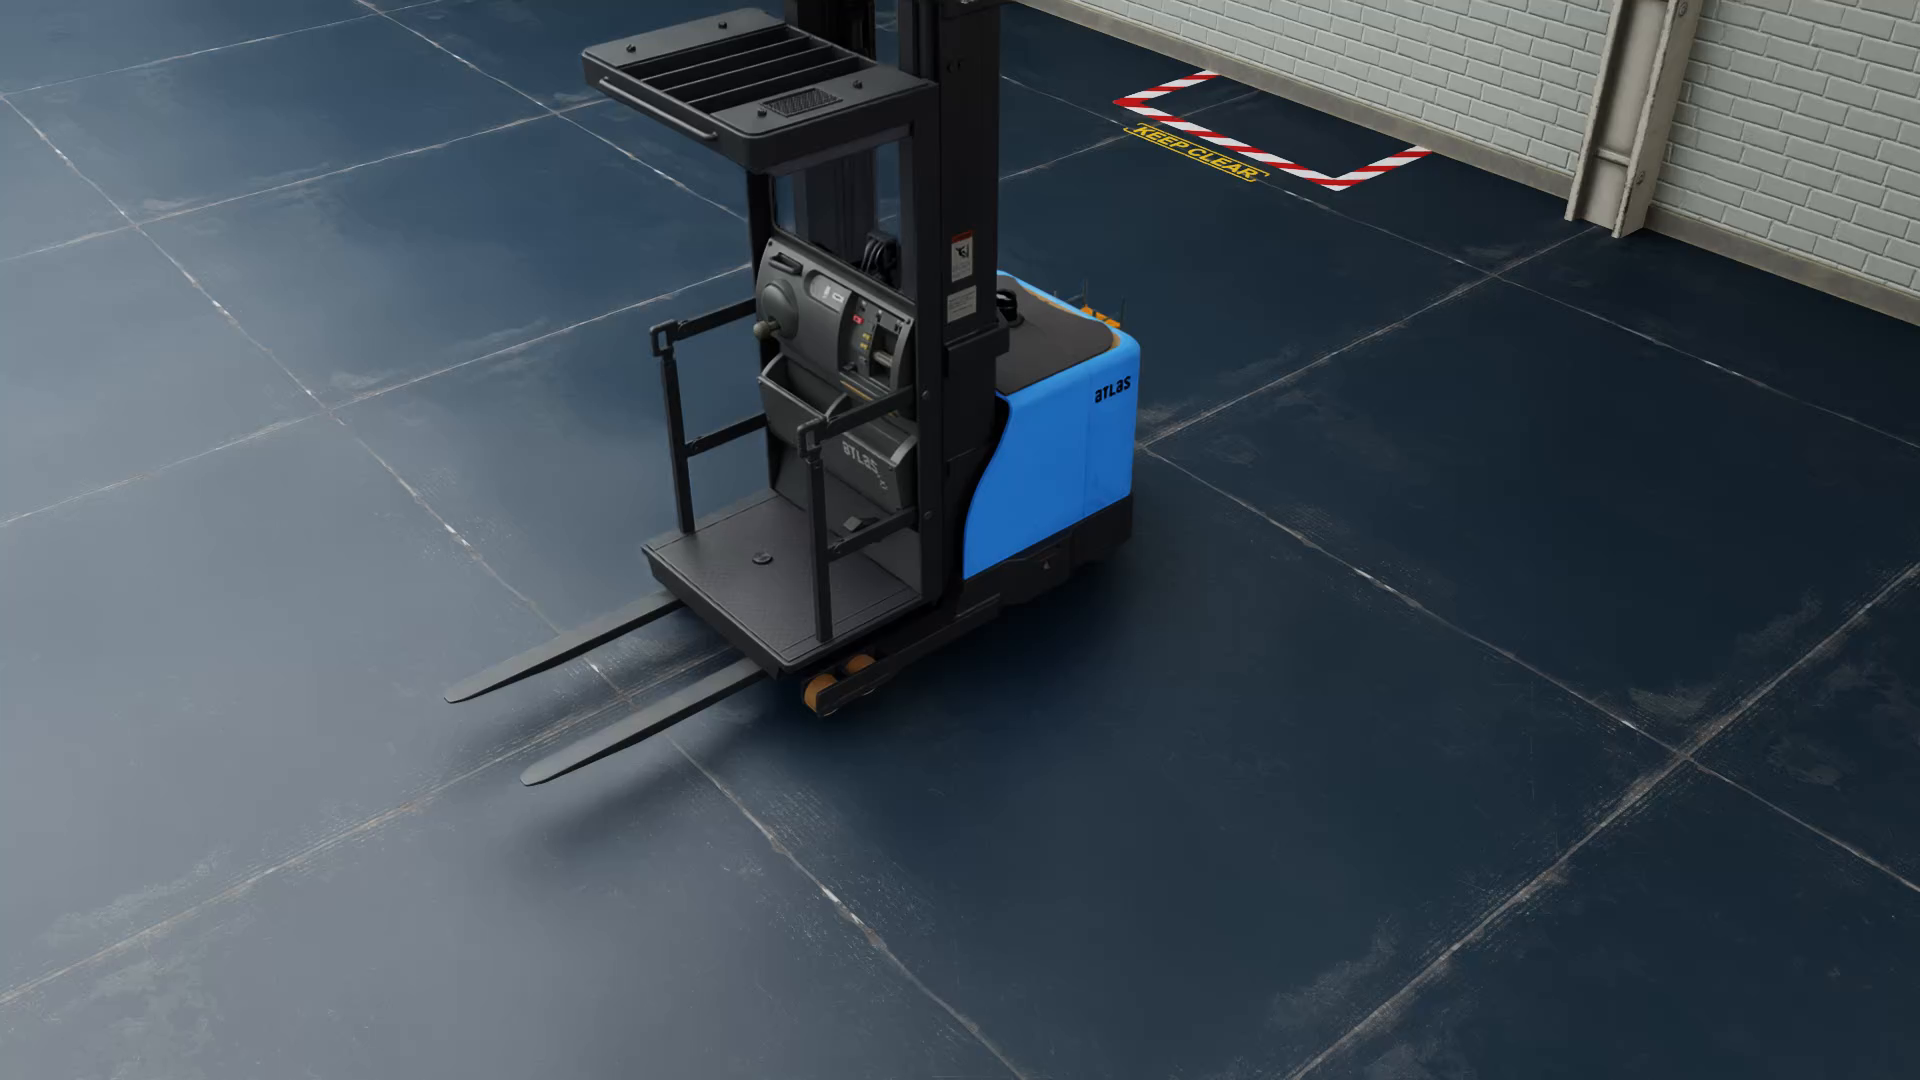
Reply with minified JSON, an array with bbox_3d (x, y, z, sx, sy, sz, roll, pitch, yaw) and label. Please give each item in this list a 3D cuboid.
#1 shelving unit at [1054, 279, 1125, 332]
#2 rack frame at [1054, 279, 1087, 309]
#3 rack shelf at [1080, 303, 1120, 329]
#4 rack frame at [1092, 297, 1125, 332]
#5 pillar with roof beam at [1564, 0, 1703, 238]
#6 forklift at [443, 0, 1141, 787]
[{"bbox_3d":[0.585,-0.678,7.799,0.215,1.050,0.252,-26,43,-32],"label":"shelving unit"},{"bbox_3d":[0.506,-0.731,7.874,0.200,1.050,0.008,-26,43,-32],"label":"rack frame"},{"bbox_3d":[0.585,-0.901,7.641,0.215,0.259,0.240,-26,43,-32],"label":"rack shelf"},{"bbox_3d":[0.665,-0.624,7.723,0.200,1.050,0.008,-26,43,-32],"label":"rack frame"},{"bbox_3d":[0.828,-4.098,5.750,9.100,9.000,0.400,-26,43,-32],"label":"pillar with roof beam"},{"bbox_3d":[-0.657,-0.828,6.383,3.031,2.935,1.130,-26,43,-32],"label":"forklift"}]
